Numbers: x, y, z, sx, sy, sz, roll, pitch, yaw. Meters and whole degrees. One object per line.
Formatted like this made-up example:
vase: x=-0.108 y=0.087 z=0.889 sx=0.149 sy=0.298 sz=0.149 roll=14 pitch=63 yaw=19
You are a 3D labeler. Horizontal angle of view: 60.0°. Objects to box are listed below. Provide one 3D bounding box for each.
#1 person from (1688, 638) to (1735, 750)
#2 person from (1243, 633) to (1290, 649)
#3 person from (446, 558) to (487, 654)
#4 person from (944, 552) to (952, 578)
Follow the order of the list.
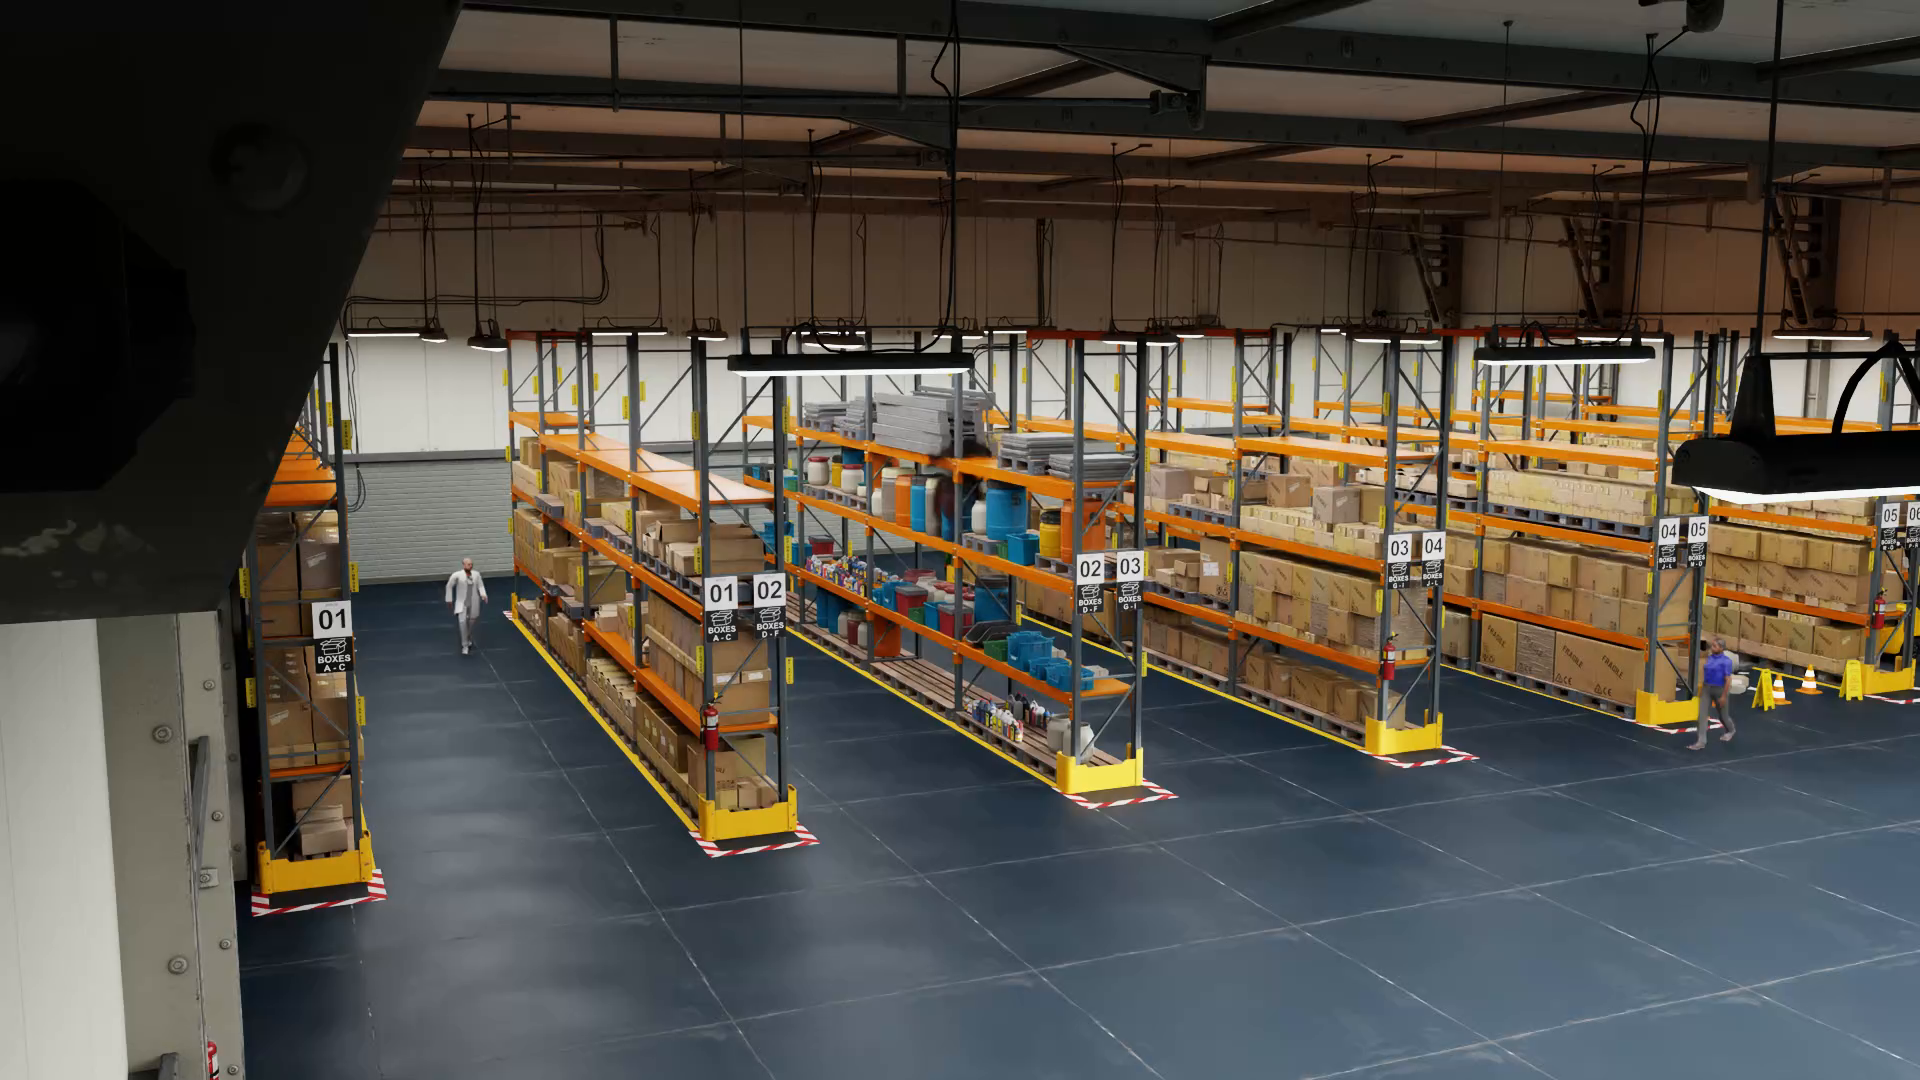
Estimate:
person: x=11.033 y=2.232 z=24.275 sx=0.425 sy=1.622 sz=0.891 roll=7 pitch=11 yaw=43
person: x=5.777 y=1.190 z=31.425 sx=0.706 sy=1.723 sz=1.087 roll=-4 pitch=9 yaw=-29
person: x=-9.335 y=1.240 z=31.449 sx=0.736 sy=1.814 sz=0.935 roll=-3 pitch=8 yaw=-22
person: x=-0.117 y=0.047 z=39.771 sx=0.560 sy=1.804 sz=0.533 roll=-7 pitch=10 yaw=-40
